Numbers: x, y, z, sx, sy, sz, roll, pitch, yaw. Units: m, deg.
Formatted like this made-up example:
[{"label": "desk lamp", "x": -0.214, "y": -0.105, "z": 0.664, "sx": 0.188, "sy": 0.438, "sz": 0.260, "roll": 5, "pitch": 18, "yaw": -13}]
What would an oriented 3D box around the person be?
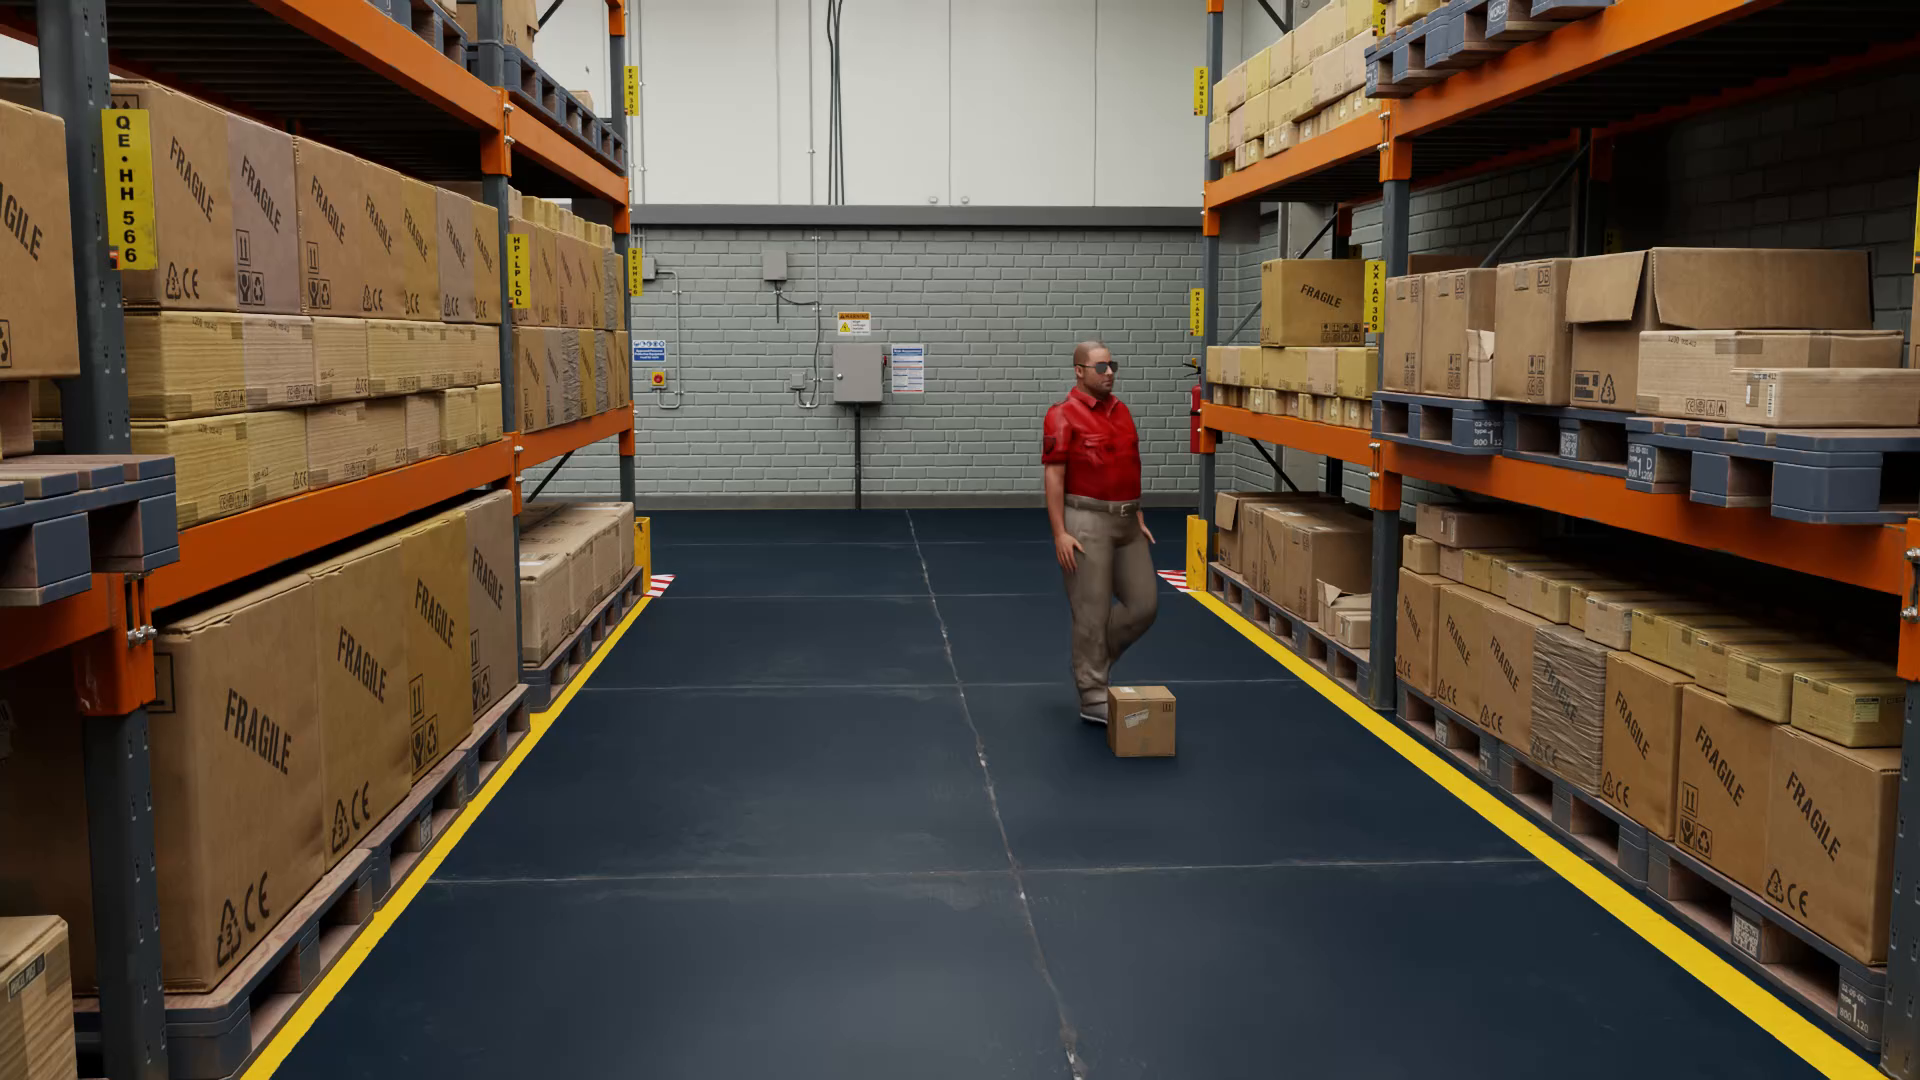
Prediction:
[{"label": "person", "x": 0.639, "y": -0.027, "z": 7.537, "sx": 0.560, "sy": 1.743, "sz": 0.530, "roll": -6, "pitch": 9, "yaw": -43}]
